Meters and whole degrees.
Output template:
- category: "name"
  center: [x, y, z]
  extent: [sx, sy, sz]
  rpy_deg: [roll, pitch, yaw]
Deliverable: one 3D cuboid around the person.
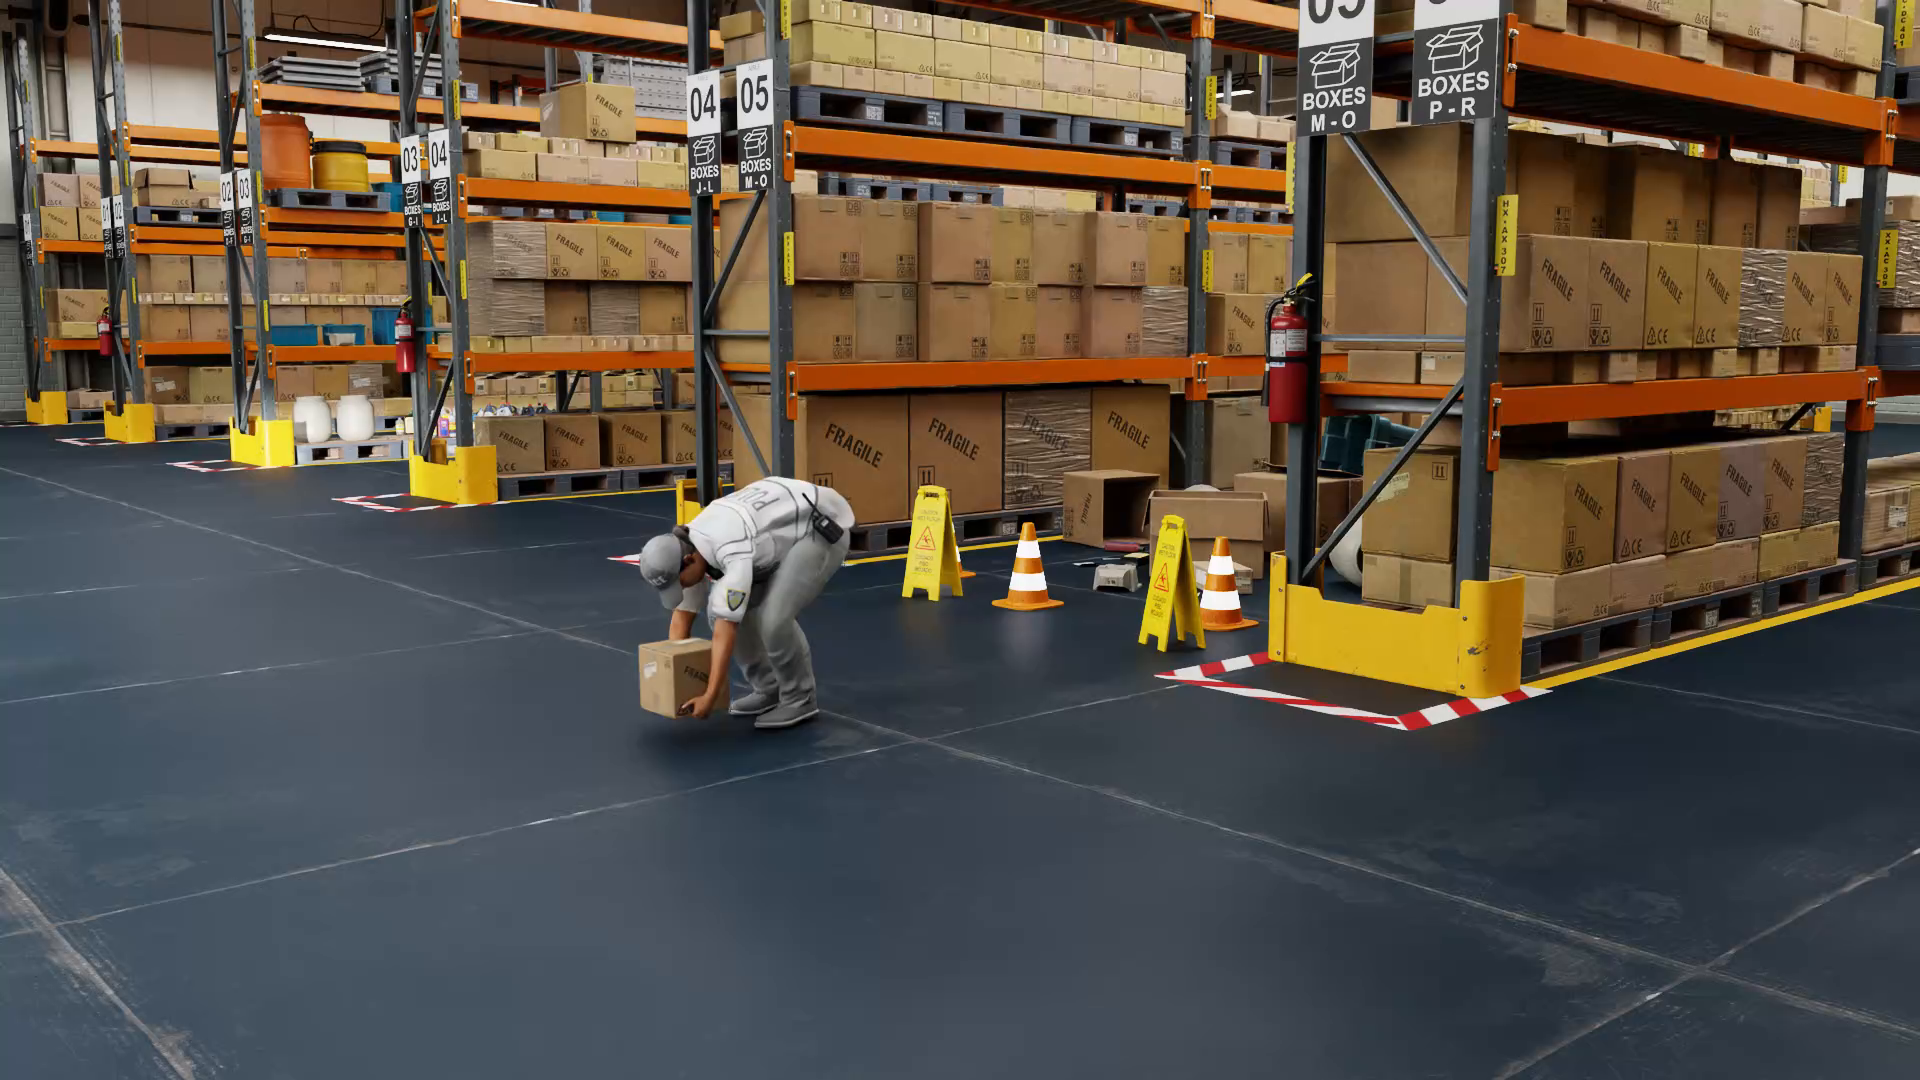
- category: "person"
  center: [-0.856, 0.253, 6.548]
  extent: [0.918, 0.966, 0.496]
  rpy_deg: [-7, 10, -44]
